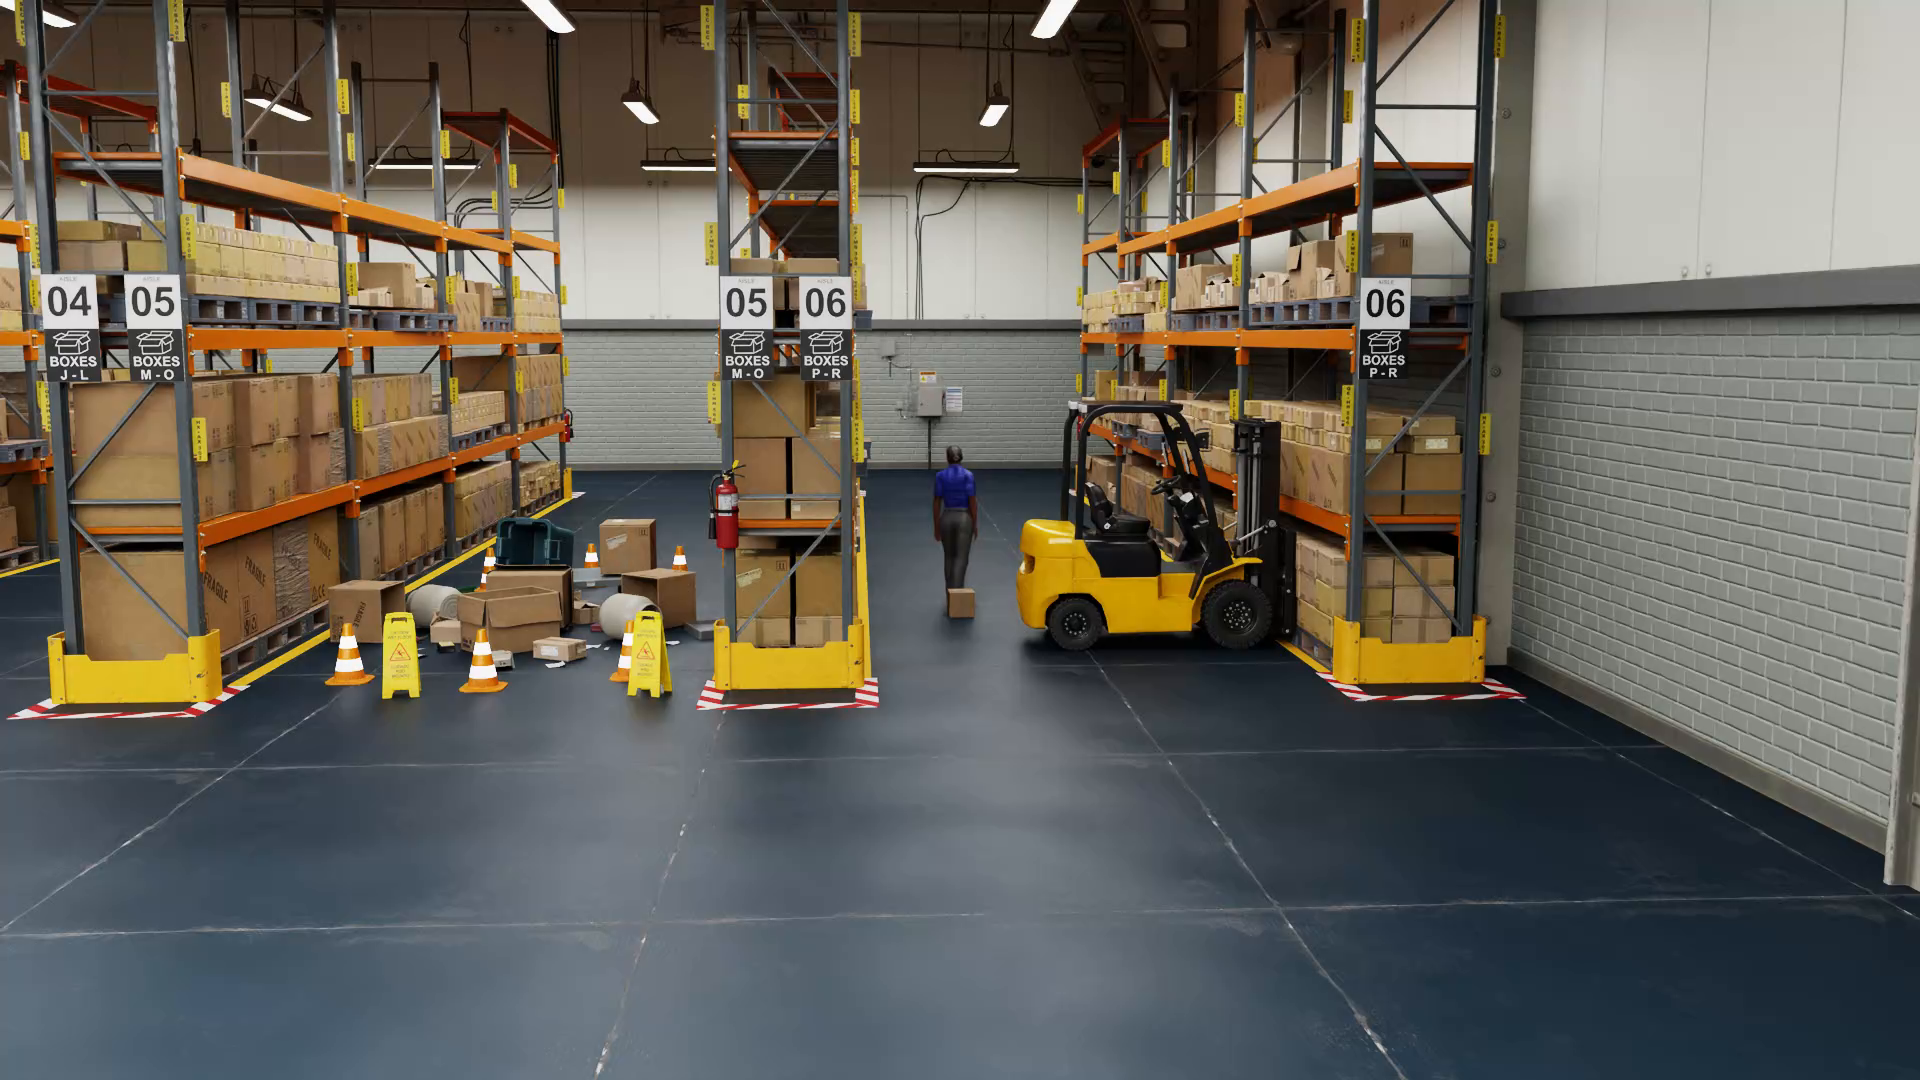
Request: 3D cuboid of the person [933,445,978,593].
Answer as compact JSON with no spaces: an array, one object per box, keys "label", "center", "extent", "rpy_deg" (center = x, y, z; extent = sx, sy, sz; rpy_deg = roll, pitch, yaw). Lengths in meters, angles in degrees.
[{"label":"person","center":[-0.051,-0.145,16.976],"extent":[0.492,1.647,0.555],"rpy_deg":[3,7,22]}]
